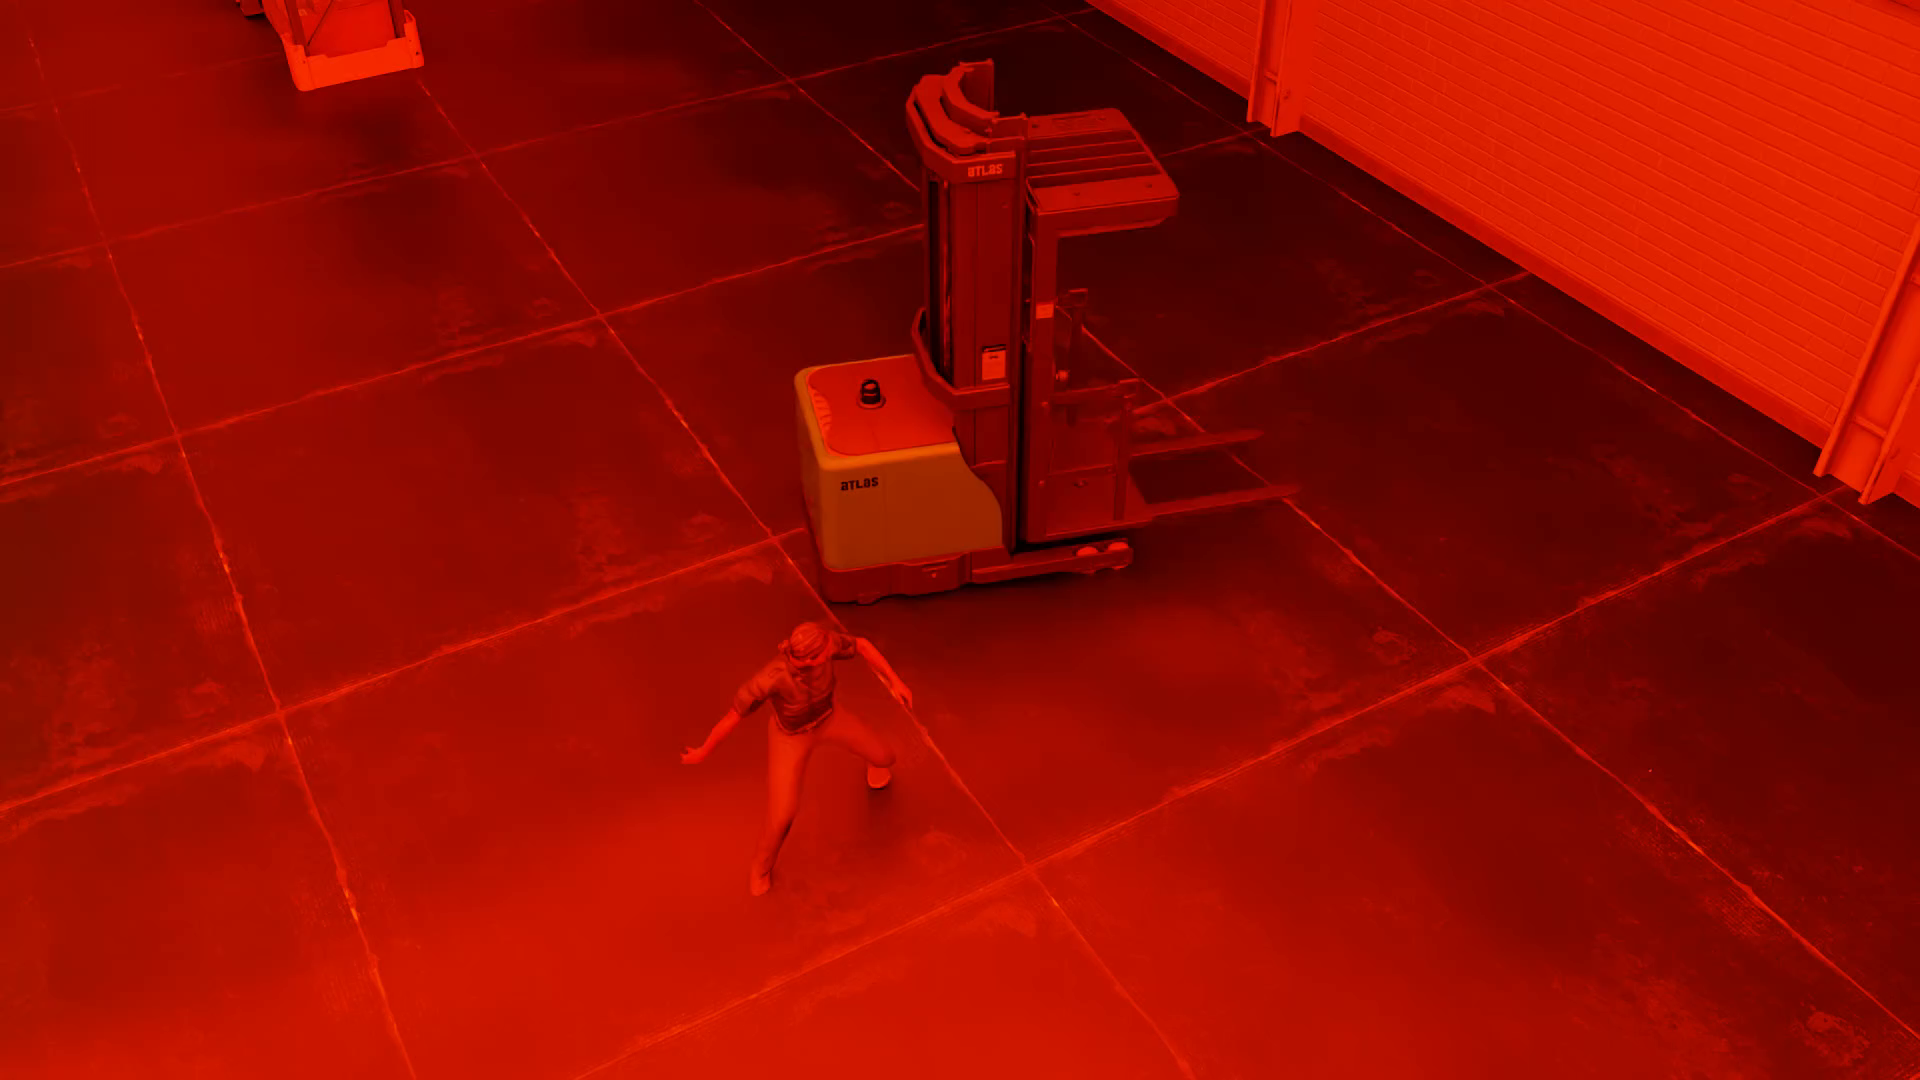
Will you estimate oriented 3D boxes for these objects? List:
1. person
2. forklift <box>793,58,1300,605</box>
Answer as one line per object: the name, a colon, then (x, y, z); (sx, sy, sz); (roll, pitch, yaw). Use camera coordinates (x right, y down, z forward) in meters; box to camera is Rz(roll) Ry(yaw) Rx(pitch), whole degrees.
person: (-0.769, 0.966, 8.064); (1.104, 1.580, 0.525); (-23, 45, -25)
forklift: (0.571, -1.243, 9.534); (3.031, 2.935, 1.130); (-9, 40, -10)
